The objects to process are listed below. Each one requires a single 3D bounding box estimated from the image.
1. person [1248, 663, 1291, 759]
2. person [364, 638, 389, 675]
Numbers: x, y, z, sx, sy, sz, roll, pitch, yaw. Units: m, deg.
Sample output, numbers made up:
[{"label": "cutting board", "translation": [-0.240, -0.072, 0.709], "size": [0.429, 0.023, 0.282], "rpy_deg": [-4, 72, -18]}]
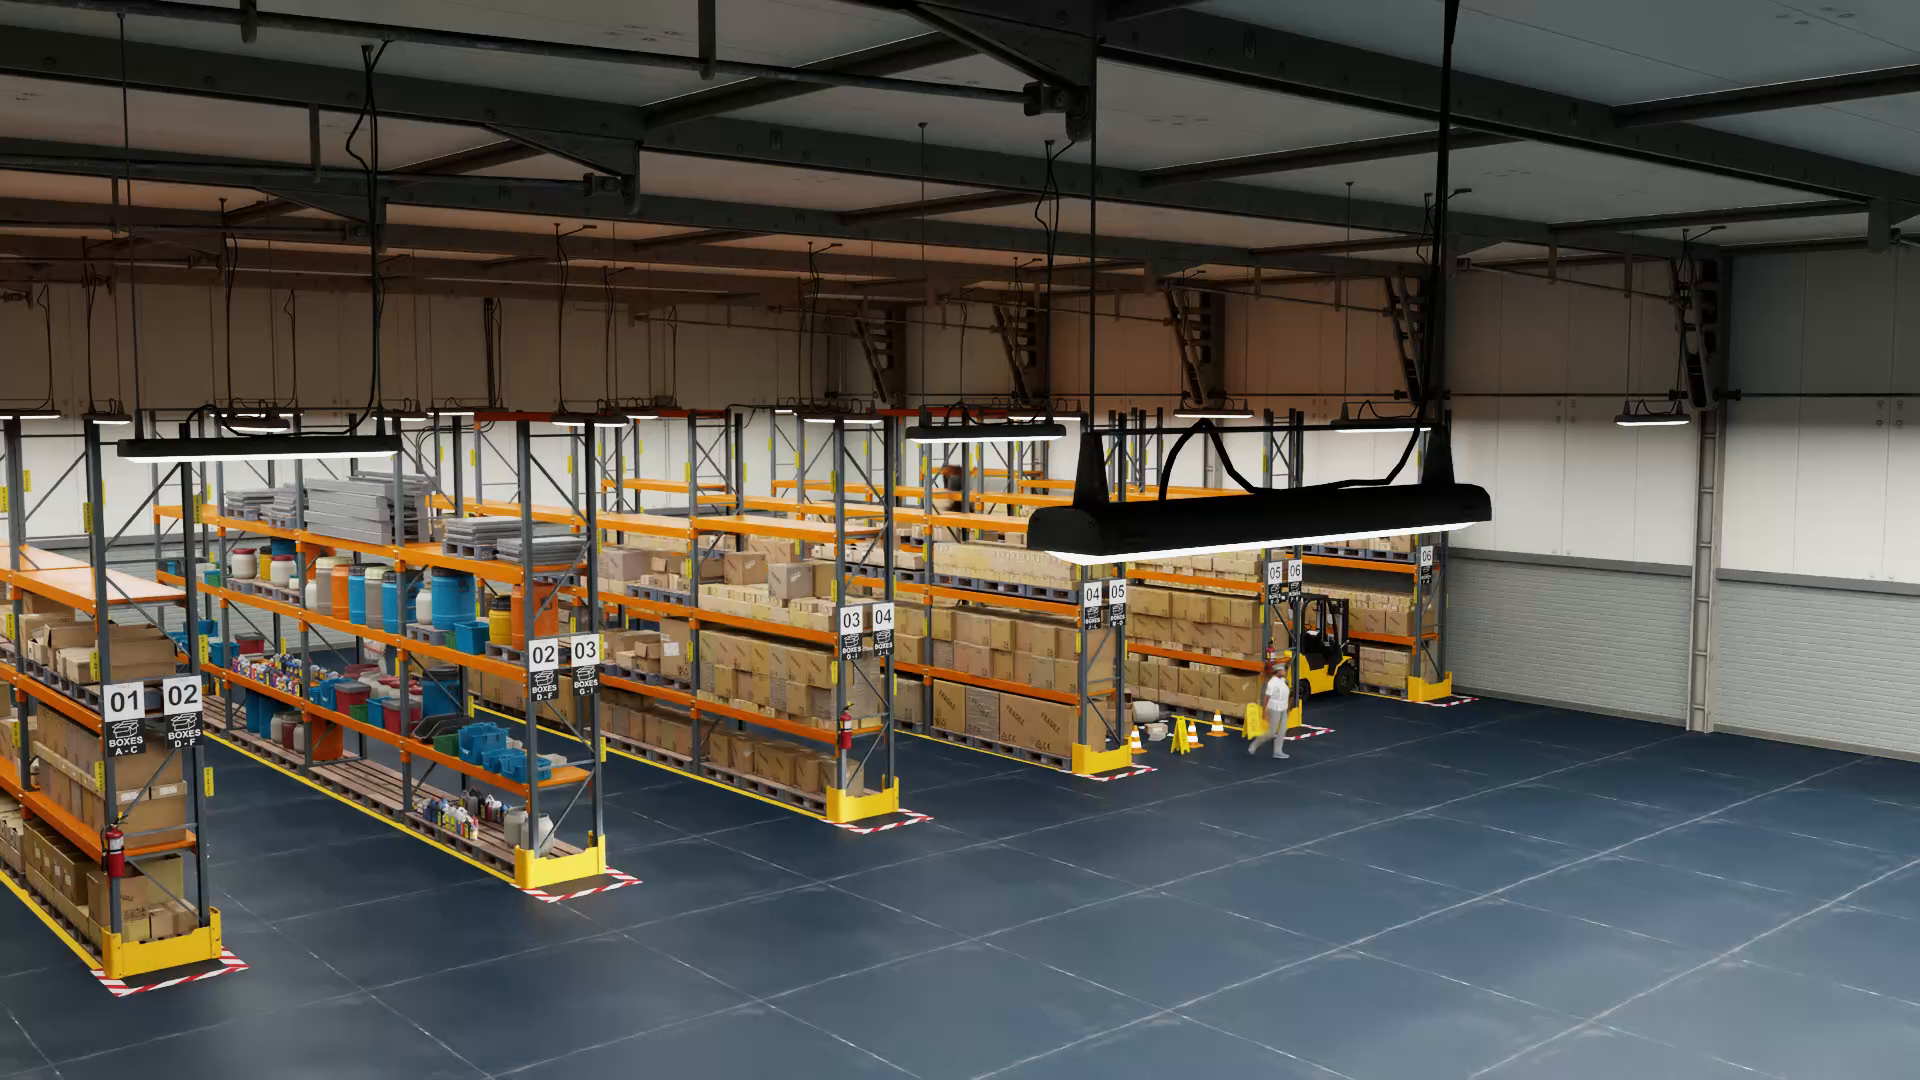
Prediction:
[{"label": "person", "translation": [5.395, 2.963, 28.903], "size": [0.614, 1.669, 0.645], "rpy_deg": [4, 6, 39]}, {"label": "person", "translation": [-12.224, 2.432, 34.547], "size": [0.845, 1.739, 0.638], "rpy_deg": [3, 6, 35]}]
